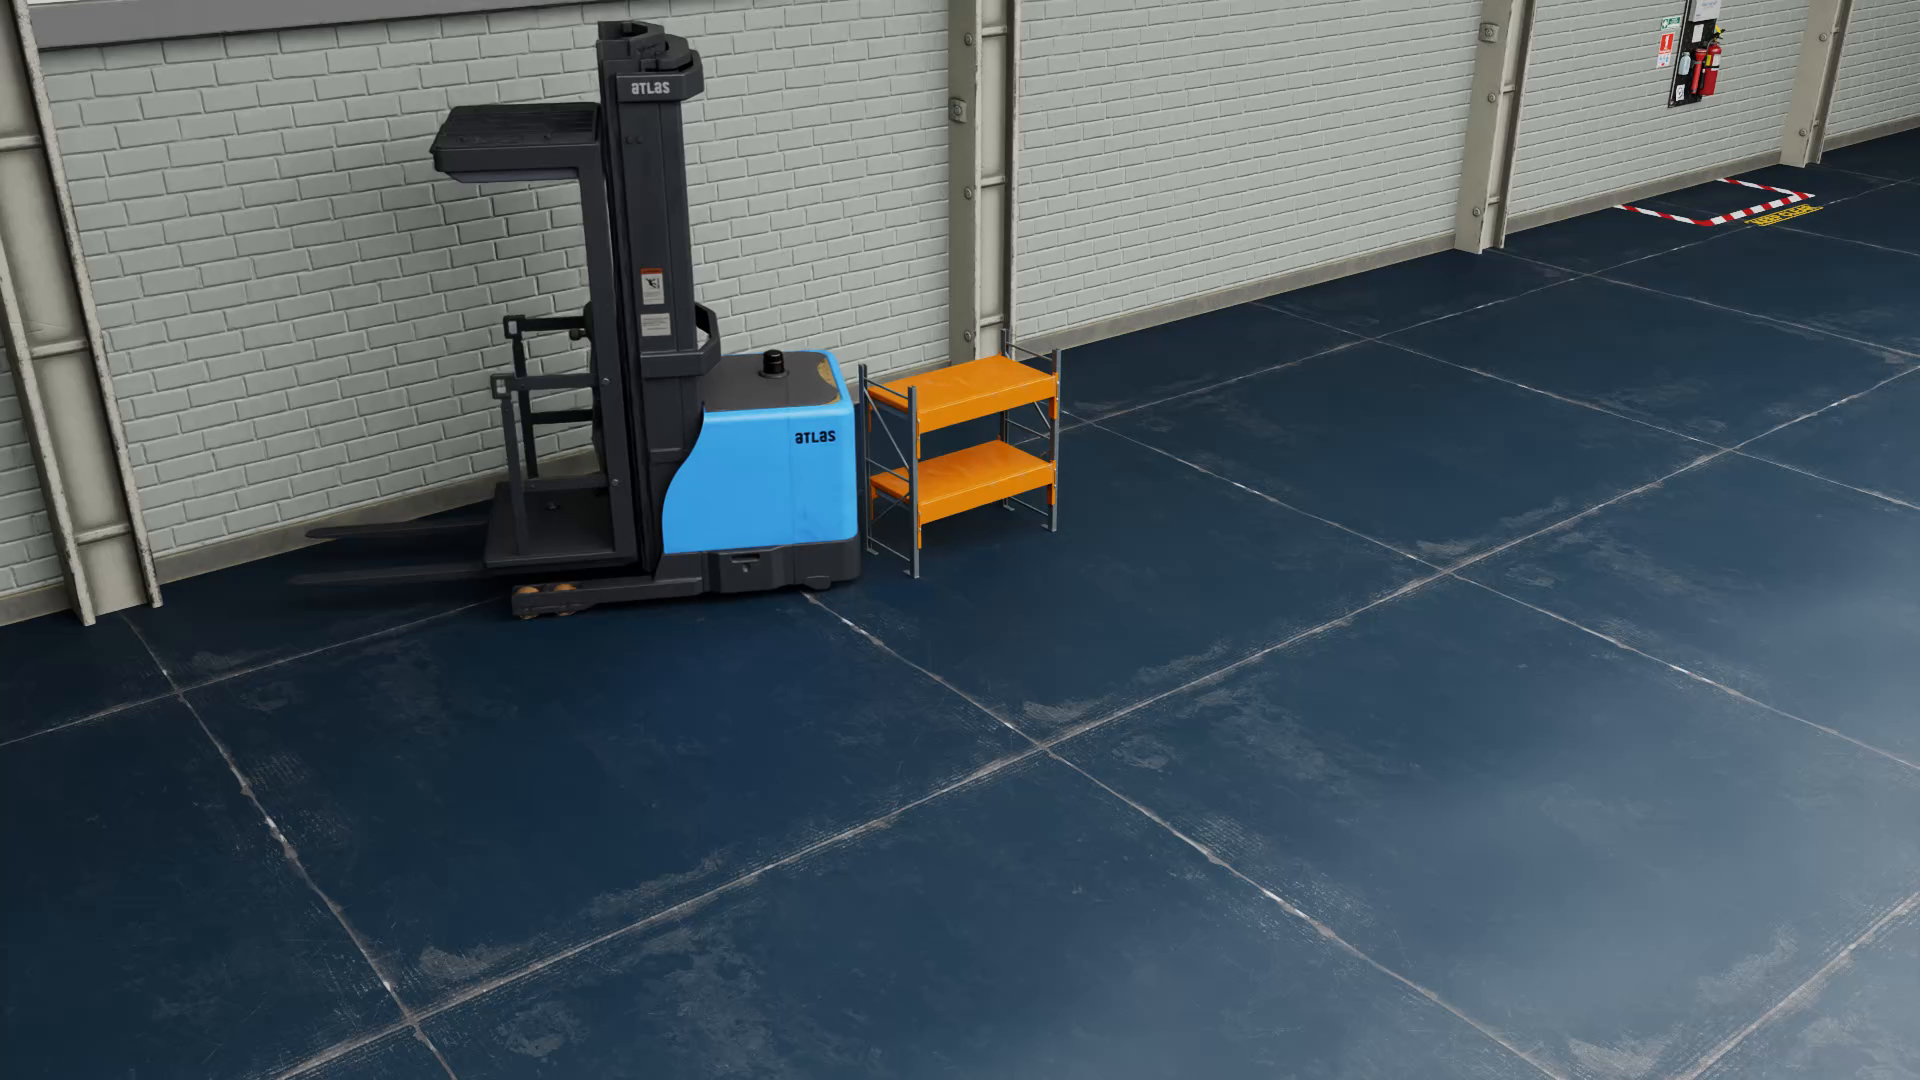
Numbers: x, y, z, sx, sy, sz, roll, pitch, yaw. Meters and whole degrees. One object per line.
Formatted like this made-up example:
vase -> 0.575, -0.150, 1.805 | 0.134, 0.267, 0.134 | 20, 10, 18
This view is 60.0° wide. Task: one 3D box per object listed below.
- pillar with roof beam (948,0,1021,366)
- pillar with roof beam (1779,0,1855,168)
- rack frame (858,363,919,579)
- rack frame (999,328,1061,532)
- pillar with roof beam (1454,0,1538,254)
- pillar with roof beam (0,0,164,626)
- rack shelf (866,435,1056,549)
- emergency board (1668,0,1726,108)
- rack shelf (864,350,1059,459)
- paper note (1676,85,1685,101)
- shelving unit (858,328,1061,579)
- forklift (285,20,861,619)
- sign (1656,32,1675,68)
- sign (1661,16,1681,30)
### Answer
pillar with roof beam -> 2.822, -3.861, 7.380 | 0.400, 9.000, 9.100 | -18, 31, -34
pillar with roof beam -> 12.265, -6.978, 14.097 | 0.400, 9.000, 9.100 | -18, 31, -34
rack frame -> -0.395, -0.380, 9.232 | 0.032, 1.125, 0.500 | -18, 31, -34
rack frame -> 0.405, -0.644, 9.802 | 0.032, 1.125, 0.500 | -18, 31, -34
pillar with roof beam -> 7.543, -5.420, 10.739 | 0.400, 9.000, 9.100 | -18, 31, -34
pillar with roof beam -> -1.900, -2.303, 4.022 | 0.400, 9.000, 9.100 | -18, 31, -34
rack shelf -> 0.005, -0.290, 9.620 | 1.000, 0.278, 0.538 | -18, 31, -34
emergency board -> 7.640, -5.054, 17.077 | 0.643, 1.169, 0.194 | -18, 31, -34
rack shelf -> 0.005, -0.777, 9.394 | 1.000, 0.278, 0.538 | -18, 31, -34
paper note -> 7.458, -4.631, 17.212 | 0.142, 0.148, 0.016 | -18, 31, -34
shelving unit -> 0.005, -0.512, 9.517 | 1.048, 1.125, 0.538 | -18, 31, -34
forklift -> -2.114, -1.151, 8.749 | 3.031, 2.935, 1.130 | -4, 25, -9
sign -> 7.142, -4.961, 16.833 | 0.234, 0.329, 0.001 | -18, 31, -34
sign -> 7.151, -5.199, 16.718 | 0.331, 0.109, 0.001 | -18, 31, -34
